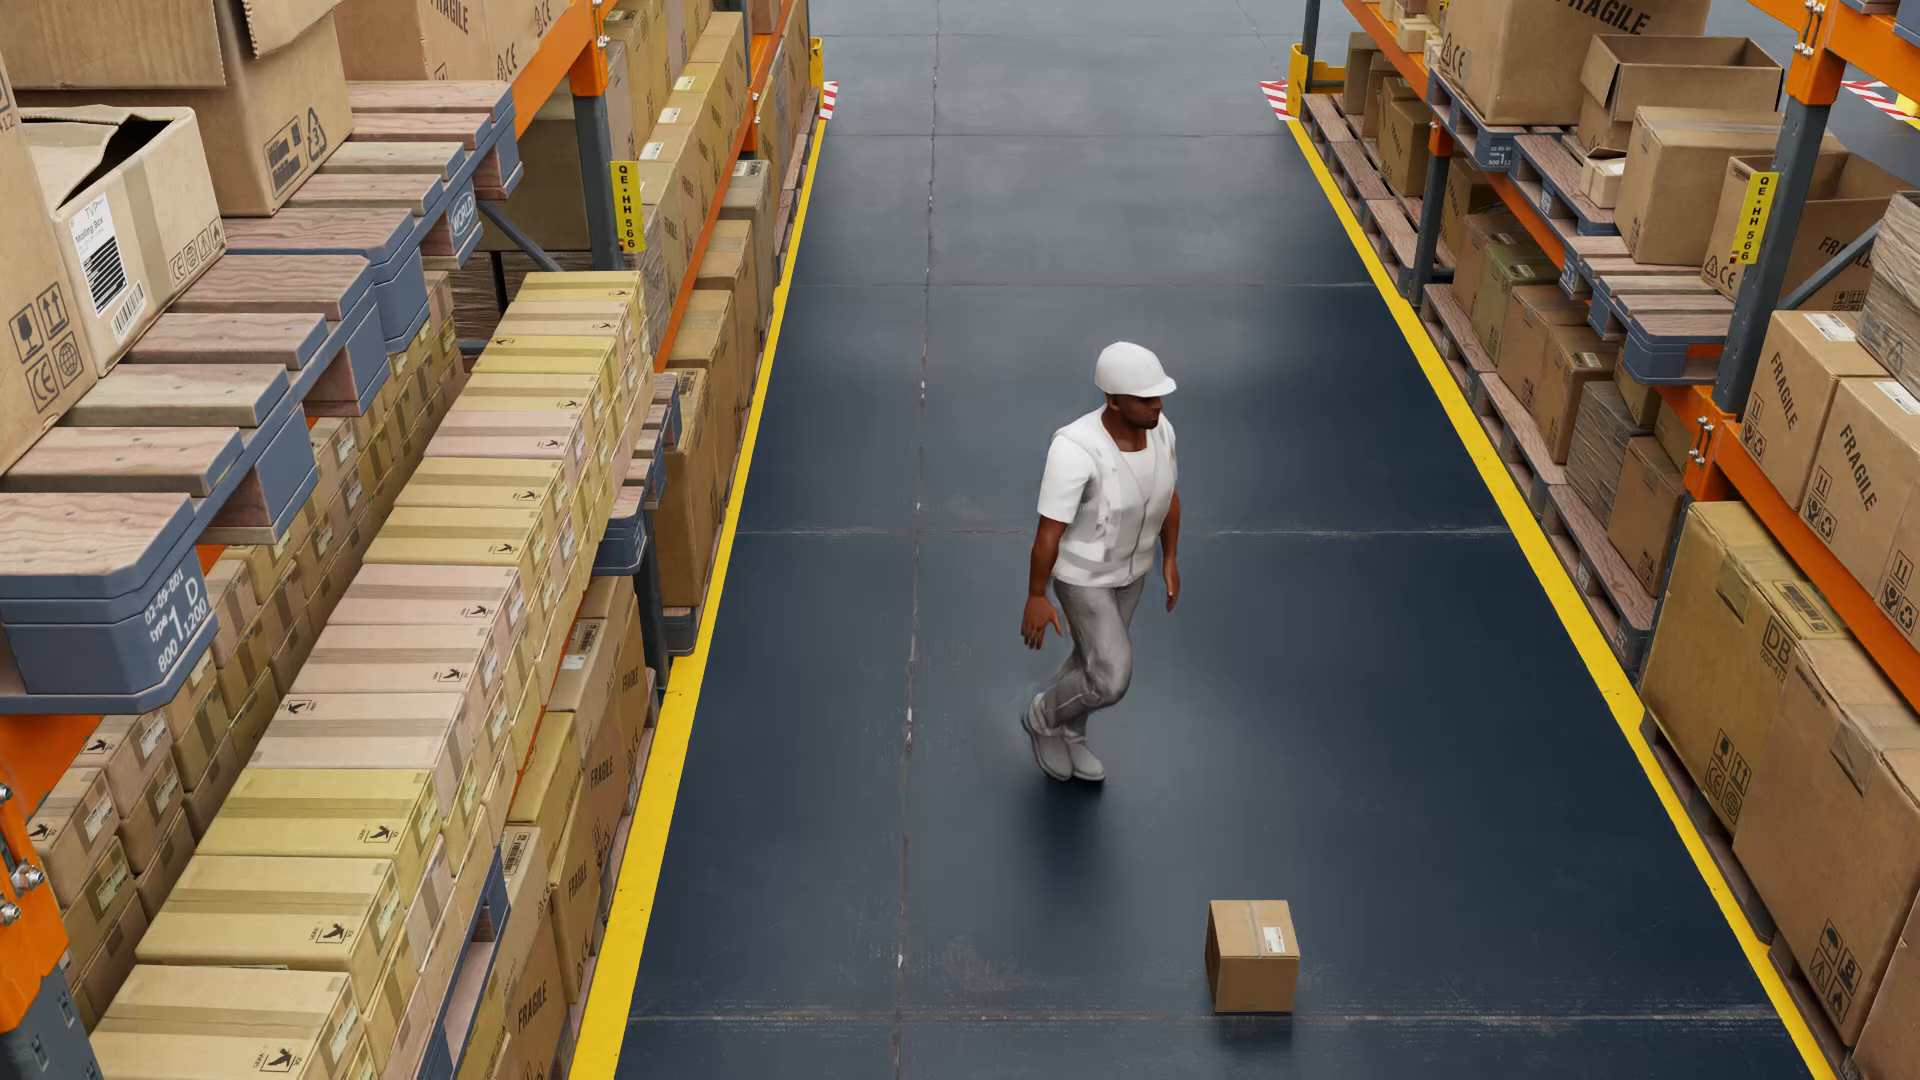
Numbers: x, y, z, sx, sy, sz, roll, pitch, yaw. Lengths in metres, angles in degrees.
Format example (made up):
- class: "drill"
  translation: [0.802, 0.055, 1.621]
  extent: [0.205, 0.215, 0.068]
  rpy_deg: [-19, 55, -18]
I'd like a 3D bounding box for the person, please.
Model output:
- class: "person"
  translation: [0.488, 0.125, 5.877]
  extent: [0.705, 1.758, 0.459]
  rpy_deg: [-26, 40, -36]
